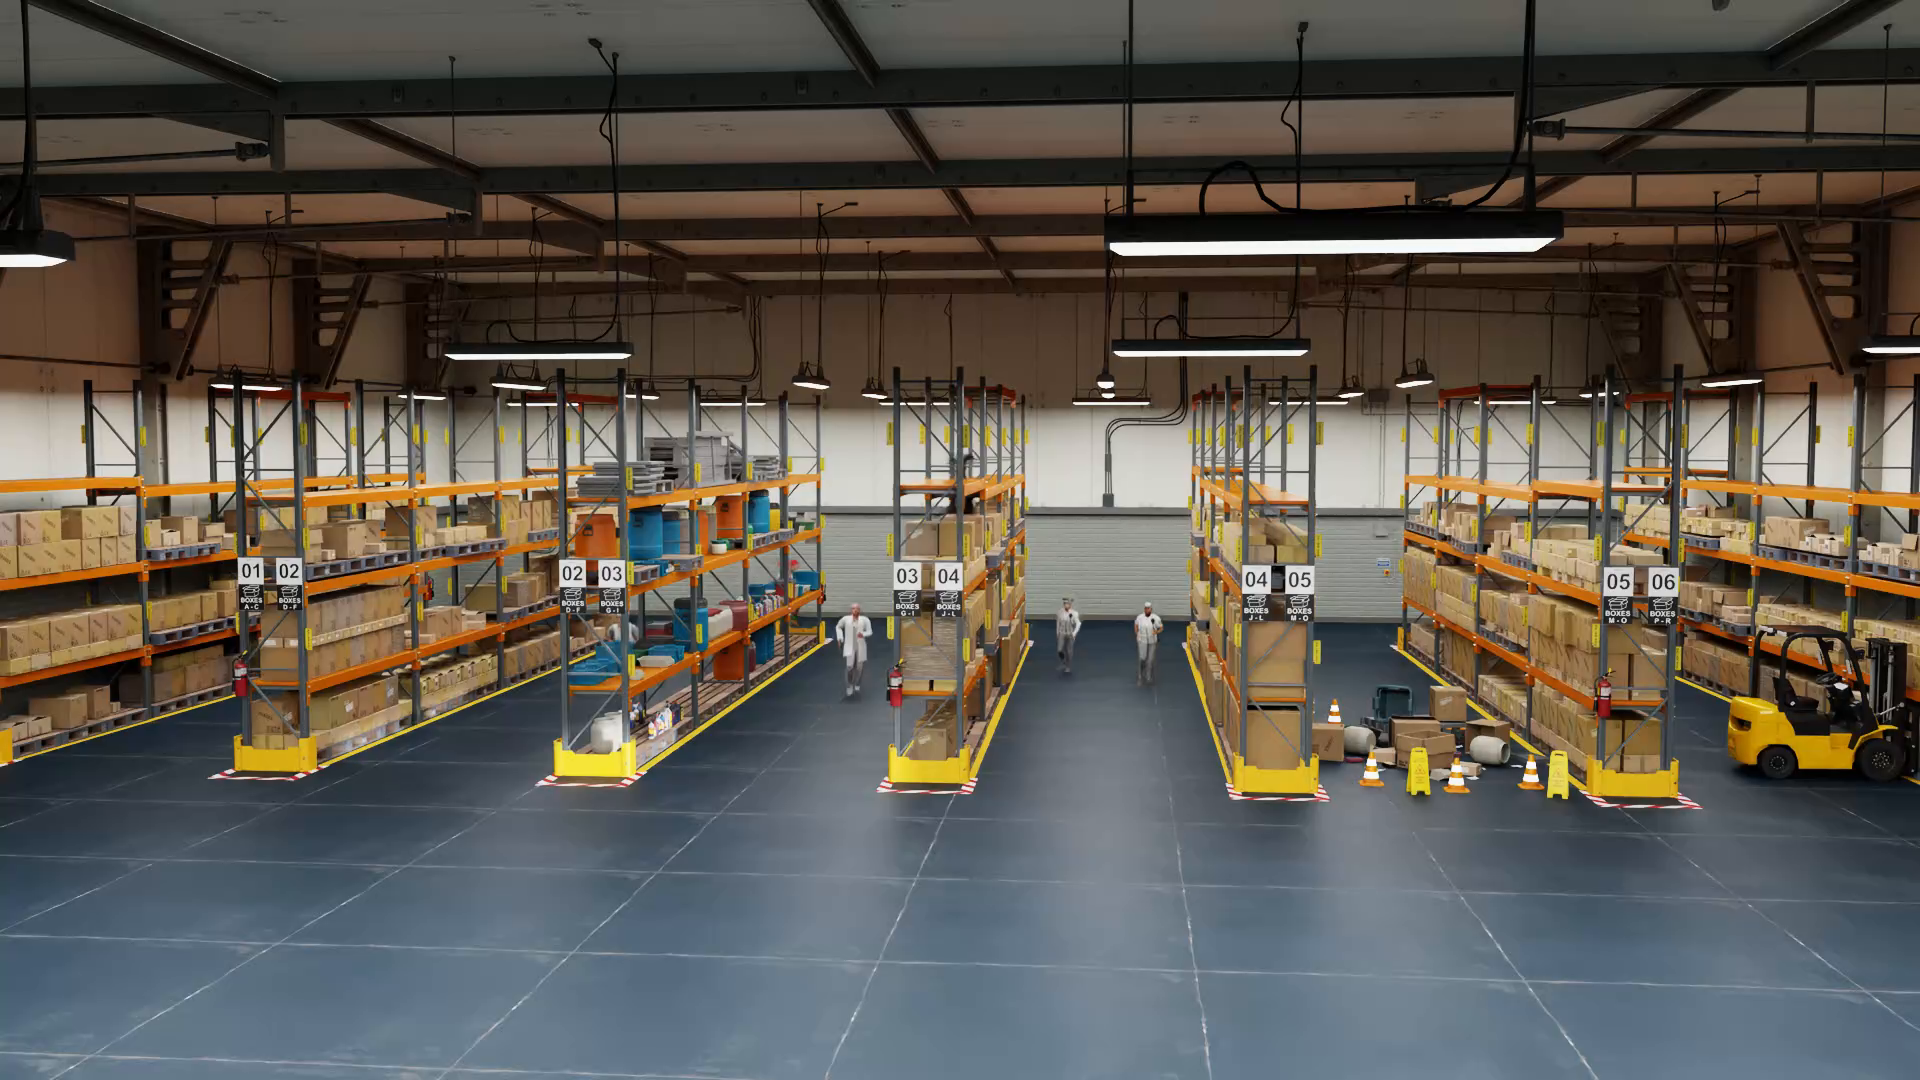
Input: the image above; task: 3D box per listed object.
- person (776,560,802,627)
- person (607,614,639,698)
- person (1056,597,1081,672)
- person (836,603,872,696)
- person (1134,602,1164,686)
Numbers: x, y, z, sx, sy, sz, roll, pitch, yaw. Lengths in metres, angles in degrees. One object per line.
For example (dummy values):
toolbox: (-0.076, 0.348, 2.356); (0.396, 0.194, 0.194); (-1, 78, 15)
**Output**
person: (-4.461, 1.407, 43.755); (0.863, 1.784, 0.661); (1, 4, 14)
person: (-6.425, 2.176, 31.904); (0.678, 1.700, 0.884); (-1, 4, -18)
person: (2.267, 2.009, 35.050); (0.597, 1.623, 0.732); (1, 4, 13)
person: (-2.045, 2.119, 32.212); (0.695, 1.790, 0.764); (0, 4, -6)
person: (3.809, 2.102, 33.538); (0.590, 1.702, 0.712); (0, 4, 5)
